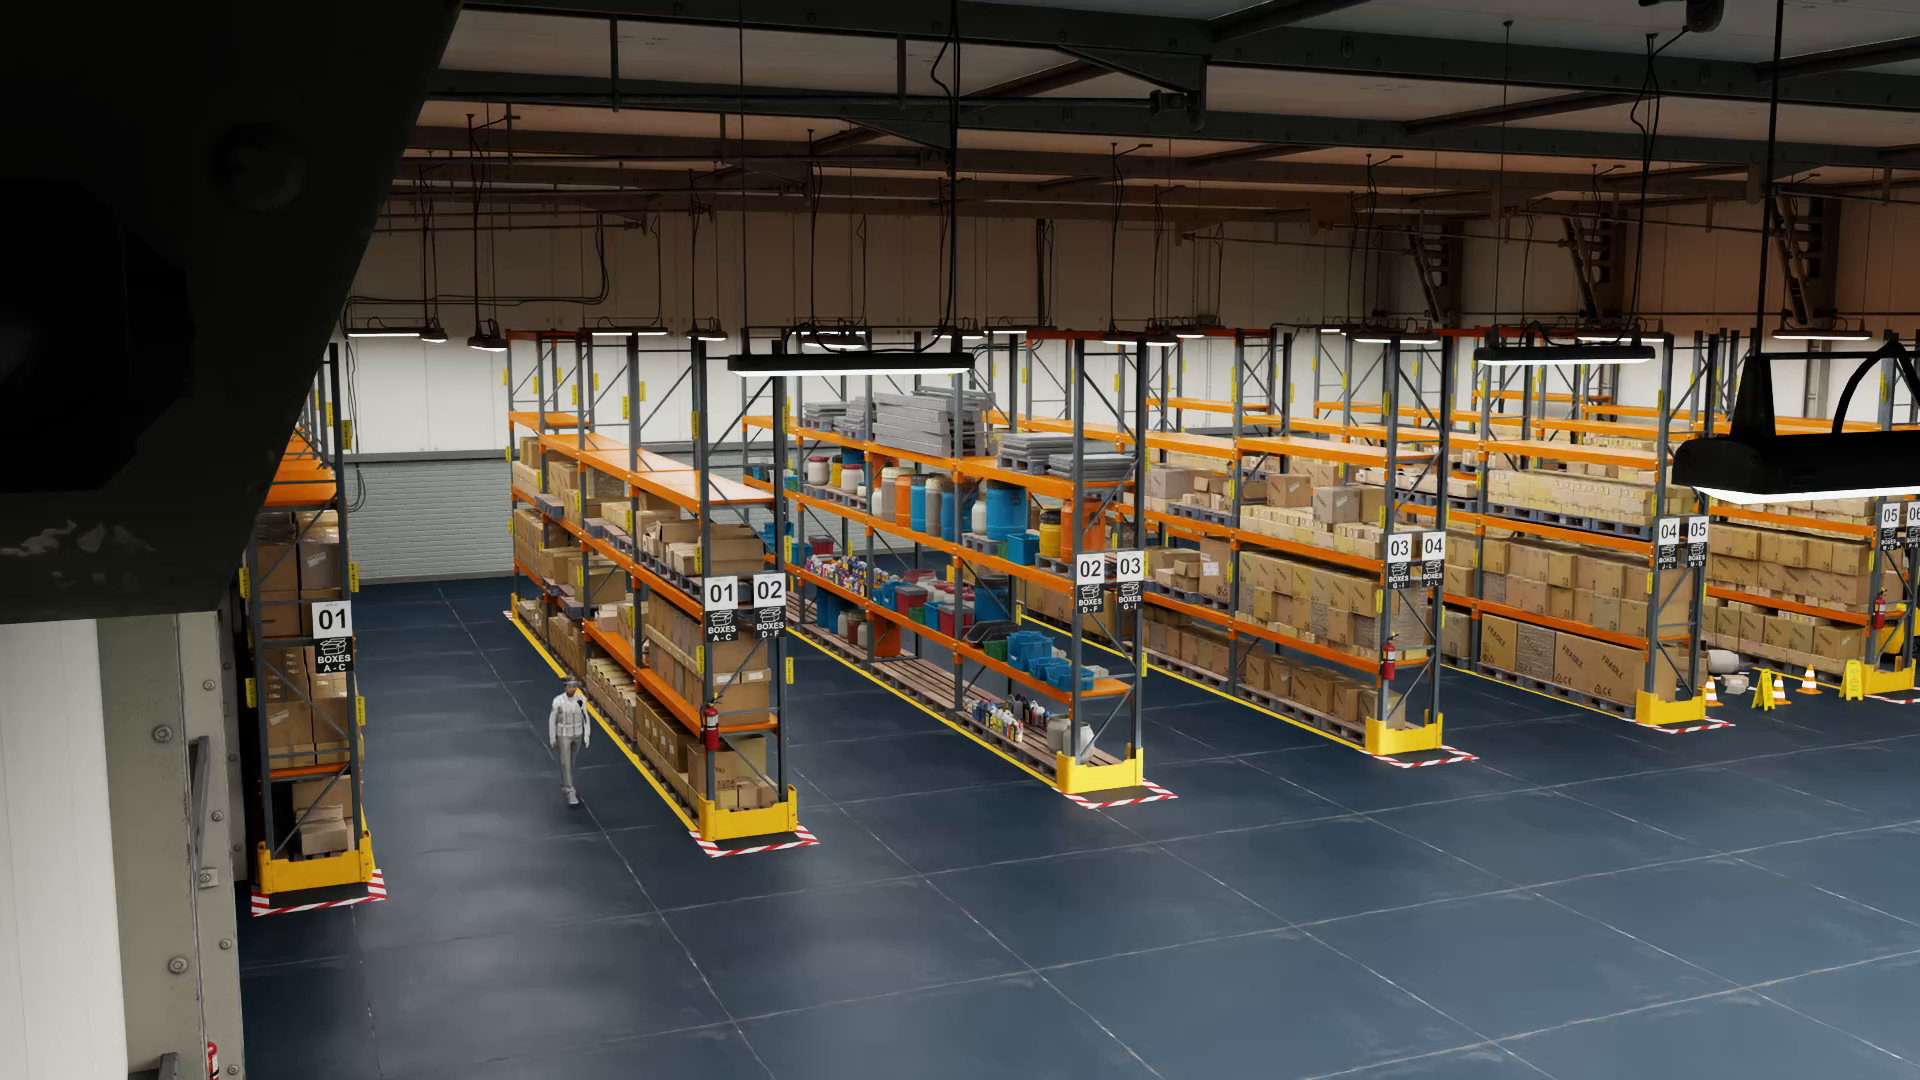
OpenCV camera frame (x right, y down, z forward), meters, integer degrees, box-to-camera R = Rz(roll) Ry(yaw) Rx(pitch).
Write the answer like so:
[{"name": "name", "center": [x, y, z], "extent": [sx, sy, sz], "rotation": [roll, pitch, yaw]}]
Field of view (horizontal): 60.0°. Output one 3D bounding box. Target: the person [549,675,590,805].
[{"name": "person", "center": [-5.058, 2.562, 21.689], "extent": [0.468, 1.627, 0.951], "rotation": [-6, 10, -39]}]
